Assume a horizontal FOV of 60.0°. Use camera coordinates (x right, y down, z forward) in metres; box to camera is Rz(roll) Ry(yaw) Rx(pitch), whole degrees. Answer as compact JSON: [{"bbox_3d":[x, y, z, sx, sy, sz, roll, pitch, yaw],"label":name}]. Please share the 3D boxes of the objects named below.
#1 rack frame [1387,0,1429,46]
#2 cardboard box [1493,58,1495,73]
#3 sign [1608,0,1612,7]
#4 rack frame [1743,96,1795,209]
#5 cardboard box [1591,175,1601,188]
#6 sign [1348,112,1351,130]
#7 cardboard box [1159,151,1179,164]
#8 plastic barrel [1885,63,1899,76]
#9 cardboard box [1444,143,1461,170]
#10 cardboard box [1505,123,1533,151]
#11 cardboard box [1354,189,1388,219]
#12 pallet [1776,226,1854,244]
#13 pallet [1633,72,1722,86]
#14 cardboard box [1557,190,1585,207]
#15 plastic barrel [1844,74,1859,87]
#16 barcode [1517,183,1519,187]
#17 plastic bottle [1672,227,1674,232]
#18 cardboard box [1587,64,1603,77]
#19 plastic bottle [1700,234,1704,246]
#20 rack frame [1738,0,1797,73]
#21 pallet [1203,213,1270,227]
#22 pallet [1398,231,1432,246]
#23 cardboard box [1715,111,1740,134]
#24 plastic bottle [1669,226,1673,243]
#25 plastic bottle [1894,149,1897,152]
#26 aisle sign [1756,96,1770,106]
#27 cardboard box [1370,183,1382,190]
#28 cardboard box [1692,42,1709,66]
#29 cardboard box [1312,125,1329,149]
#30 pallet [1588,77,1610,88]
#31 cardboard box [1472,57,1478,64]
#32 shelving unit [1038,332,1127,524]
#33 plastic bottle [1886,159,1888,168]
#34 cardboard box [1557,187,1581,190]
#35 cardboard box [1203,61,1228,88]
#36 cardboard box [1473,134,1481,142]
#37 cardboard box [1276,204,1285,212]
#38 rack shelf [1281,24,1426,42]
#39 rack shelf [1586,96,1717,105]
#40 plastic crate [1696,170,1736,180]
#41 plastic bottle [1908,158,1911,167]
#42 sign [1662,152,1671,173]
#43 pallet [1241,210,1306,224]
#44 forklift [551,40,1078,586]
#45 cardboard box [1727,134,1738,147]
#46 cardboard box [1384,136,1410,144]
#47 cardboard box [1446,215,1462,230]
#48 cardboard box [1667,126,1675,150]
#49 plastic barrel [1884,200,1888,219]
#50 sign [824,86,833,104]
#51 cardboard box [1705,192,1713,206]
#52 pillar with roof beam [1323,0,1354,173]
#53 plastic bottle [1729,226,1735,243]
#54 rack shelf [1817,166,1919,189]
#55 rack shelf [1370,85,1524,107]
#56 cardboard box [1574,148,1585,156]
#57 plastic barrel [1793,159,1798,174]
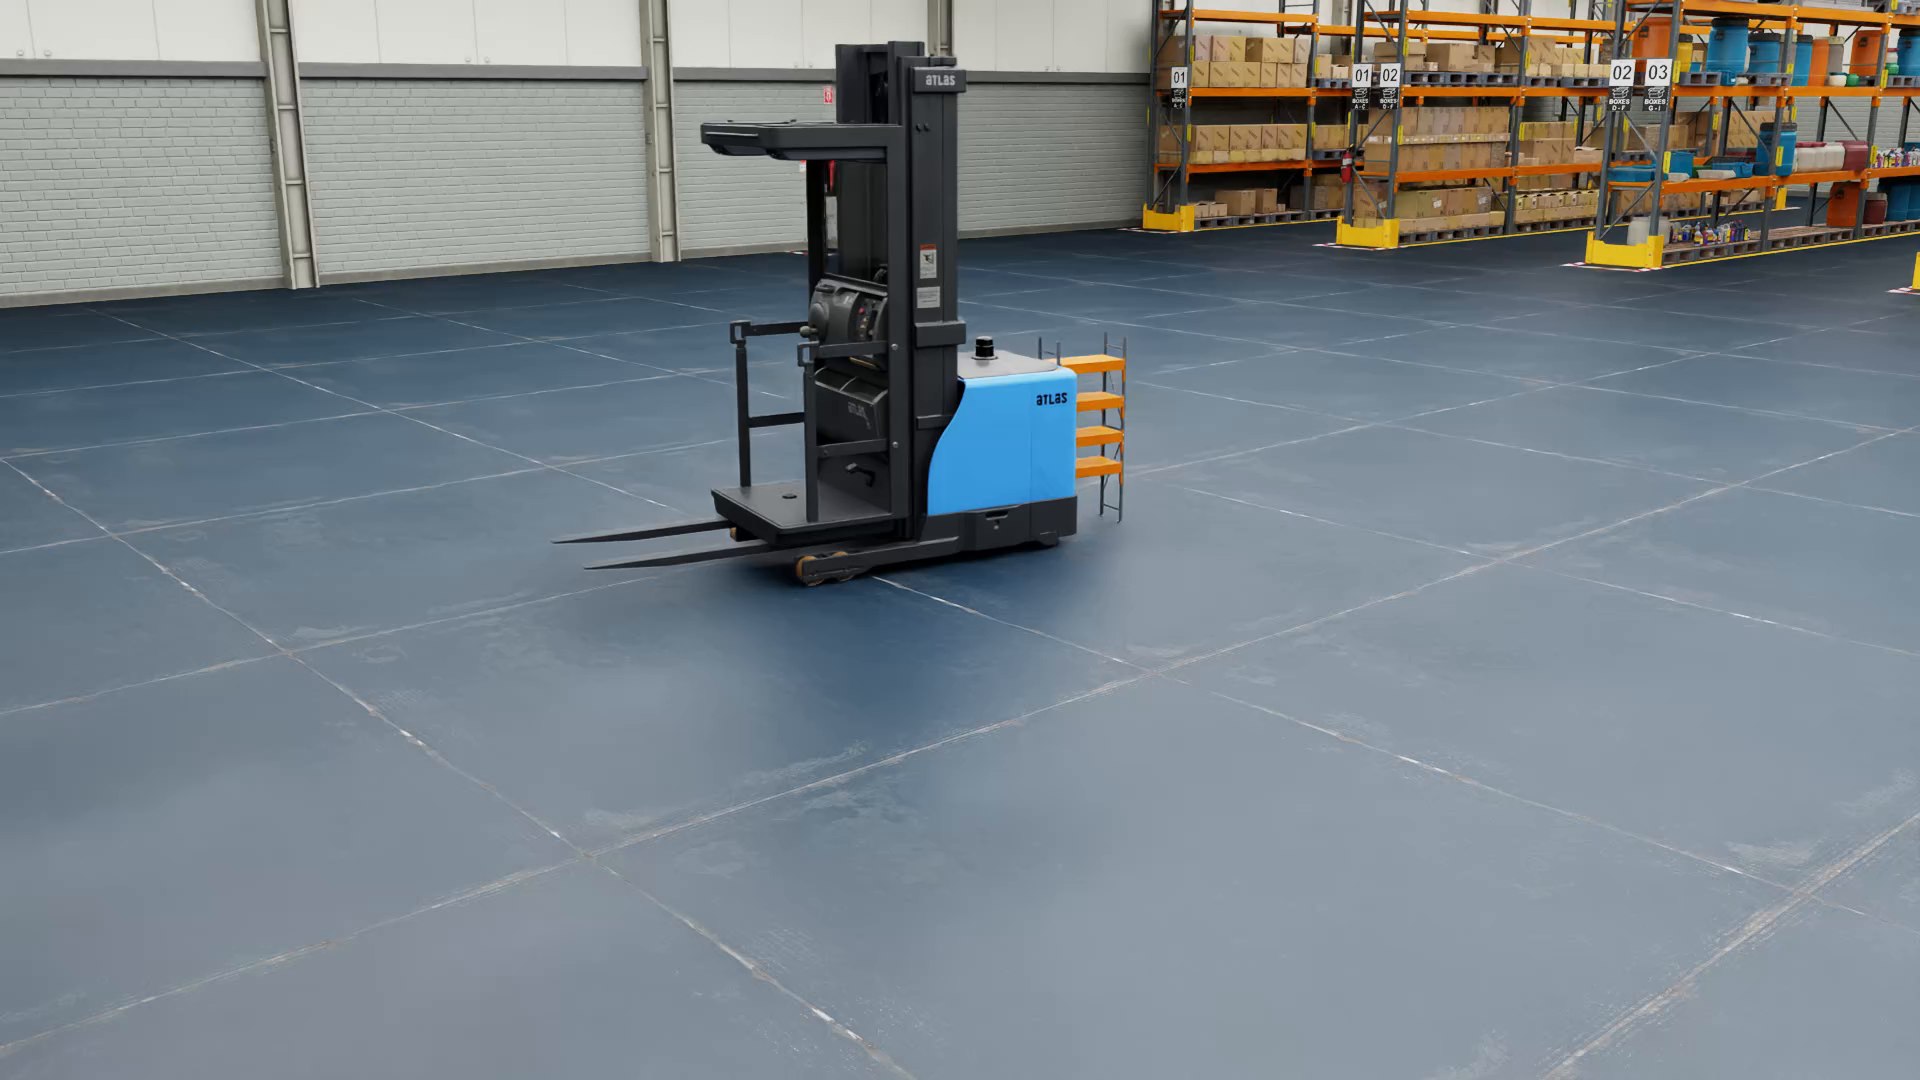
[{"bbox_3d":[10.252,-12.077,38.025,0.127,3.000,1.000,-13,19,-39],"label":"rack frame"},{"bbox_3d":[12.533,-11.438,40.401,0.500,0.500,0.700,-14,20,-42],"label":"cardboard box"},{"bbox_3d":[16.632,-13.814,42.563,0.005,0.325,0.100,-13,19,-39],"label":"sign"},{"bbox_3d":[19.542,-9.570,40.265,0.127,3.000,1.000,-13,19,-39],"label":"rack frame"},{"bbox_3d":[14.098,-7.796,36.163,0.500,0.250,0.500,-12,19,-37],"label":"cardboard box"},{"bbox_3d":[7.126,-7.641,30.342,0.005,0.325,0.100,-13,19,-39],"label":"sign"},{"bbox_3d":[4.442,-7.877,34.180,0.500,0.250,0.500,-12,19,-39],"label":"cardboard box"},{"bbox_3d":[17.706,-8.961,31.662,0.294,0.245,0.294,0,15,0],"label":"plastic barrel"},{"bbox_3d":[8.998,-7.247,31.375,0.500,0.500,0.700,-12,19,-38],"label":"cardboard box"},{"bbox_3d":[13.689,-10.090,41.629,0.700,0.700,0.980,-12,19,-39],"label":"cardboard box"},{"bbox_3d":[7.681,-6.245,30.878,0.500,0.500,0.500,-13,19,-39],"label":"cardboard box"},{"bbox_3d":[16.145,-5.779,31.475,1.213,0.211,1.003,-13,19,-39],"label":"pallet"},{"bbox_3d":[11.409,-7.374,26.596,1.213,0.211,1.003,-13,19,-39],"label":"pallet"},{"bbox_3d":[12.503,-7.049,34.255,0.500,0.311,0.500,-13,20,-40],"label":"cardboard box"},{"bbox_3d":[16.603,-8.572,31.018,0.294,0.245,0.294,0,15,0],"label":"plastic barrel"},{"bbox_3d":[10.955,-6.968,32.655,0.075,0.075,0.001,-13,19,-39],"label":"barcode"},{"bbox_3d":[12.131,-5.248,28.512,0.135,0.276,0.152,-13,20,-41],"label":"plastic bottle"},{"bbox_3d":[12.818,-9.614,34.095,0.500,0.250,0.500,-12,19,-38],"label":"cardboard box"},{"bbox_3d":[12.371,-5.019,27.798,0.097,0.201,0.097,0,15,0],"label":"plastic bottle"},{"bbox_3d":[13.738,-9.470,28.268,0.127,3.000,1.000,-13,19,-39],"label":"rack frame"},{"bbox_3d":[5.830,-6.825,35.393,1.213,0.211,1.003,-13,19,-39],"label":"pallet"},{"bbox_3d":[8.021,-5.650,30.993,1.213,0.211,1.003,-13,19,-39],"label":"pallet"},{"bbox_3d":[17.453,-9.536,38.007,0.500,0.500,0.500,-13,20,-41],"label":"cardboard box"},{"bbox_3d":[12.096,-5.208,28.346,0.133,0.283,0.061,-13,19,-39],"label":"plastic bottle"},{"bbox_3d":[19.216,-7.892,34.209,0.133,0.283,0.061,-13,19,-39],"label":"plastic bottle"},{"bbox_3d":[19.400,-10.895,40.187,0.004,0.787,0.394,-13,19,-39],"label":"aisle sign"},{"bbox_3d":[9.278,-7.987,38.328,0.500,0.500,0.700,-13,20,-39],"label":"cardboard box"},{"bbox_3d":[16.866,-10.963,37.535,0.500,0.500,0.700,-13,19,-39],"label":"cardboard box"},{"bbox_3d":[7.641,-8.841,36.491,0.500,0.500,0.700,-13,19,-39],"label":"cardboard box"},{"bbox_3d":[13.053,-9.440,34.333,1.003,0.211,1.213,-12,19,-37],"label":"pallet"},{"bbox_3d":[9.529,-9.088,31.737,0.500,0.311,0.500,-14,20,-42],"label":"cardboard box"},{"bbox_3d":[0.763,-0.683,10.481,0.503,1.200,0.258,-8,17,-28],"label":"shelving unit"},{"bbox_3d":[17.849,-7.279,32.075,0.097,0.201,0.097,0,15,0],"label":"plastic bottle"},{"bbox_3d":[12.919,-7.329,35.301,0.500,0.311,0.500,-12,19,-38],"label":"cardboard box"},{"bbox_3d":[5.062,-9.422,33.667,0.500,0.500,0.500,-11,19,-36],"label":"cardboard box"},{"bbox_3d":[9.656,-7.639,31.585,0.250,0.149,0.380,-13,20,-40],"label":"cardboard box"},{"bbox_3d":[6.850,-7.248,36.210,0.380,0.166,0.250,13,20,40],"label":"cardboard box"},{"bbox_3d":[8.743,-11.197,36.901,4.000,0.370,1.077,-13,19,-39],"label":"rack shelf"},{"bbox_3d":[15.015,-9.655,36.165,4.000,0.370,1.077,-13,19,-39],"label":"rack shelf"},{"bbox_3d":[12.679,-6.120,27.861,0.437,0.136,0.530,-13,19,-39],"label":"plastic crate"},{"bbox_3d":[18.686,-7.467,32.778,0.097,0.201,0.097,0,15,0],"label":"plastic bottle"},{"bbox_3d":[11.078,-5.920,26.066,0.005,0.325,0.100,-13,19,-39],"label":"sign"},{"bbox_3d":[6.751,-7.033,36.170,1.213,0.211,1.003,-13,19,-39],"label":"pallet"},{"bbox_3d":[-0.827,-1.315,9.494,3.031,2.935,1.130,-8,17,-28],"label":"forklift"},{"bbox_3d":[17.472,-9.061,38.167,0.500,0.500,0.500,-12,19,-38],"label":"cardboard box"},{"bbox_3d":[7.909,-7.246,30.113,0.250,0.149,0.380,-13,20,-40],"label":"cardboard box"},{"bbox_3d":[9.155,-6.035,31.546,0.500,0.250,0.500,-13,19,-39],"label":"cardboard box"},{"bbox_3d":[15.232,-8.832,36.495,0.700,0.500,0.500,10,18,33],"label":"cardboard box"},{"bbox_3d":[18.332,-6.641,33.308,0.421,0.512,0.421,0,15,0],"label":"plastic barrel"},{"bbox_3d":[-2.310,-7.821,29.224,0.199,0.298,0.001,-13,19,-39],"label":"sign"},{"bbox_3d":[16.983,-7.835,38.127,0.500,0.311,0.500,-13,19,-39],"label":"cardboard box"},{"bbox_3d":[11.529,-11.187,34.693,0.400,9.000,9.100,-13,19,-39],"label":"pillar with roof beam"},{"bbox_3d":[13.201,-5.239,28.462,0.133,0.283,0.061,-11,19,-36],"label":"plastic bottle"},{"bbox_3d":[18.264,-7.241,32.940,4.000,0.370,1.077,-13,19,-39],"label":"rack shelf"},{"bbox_3d":[8.980,-8.300,31.092,4.000,0.370,1.077,-13,19,-39],"label":"rack shelf"},{"bbox_3d":[12.705,-8.058,34.777,0.500,0.311,0.500,-13,20,-40],"label":"cardboard box"},{"bbox_3d":[14.837,-6.700,29.787,0.301,0.262,0.301,0,15,0],"label":"plastic barrel"}]
